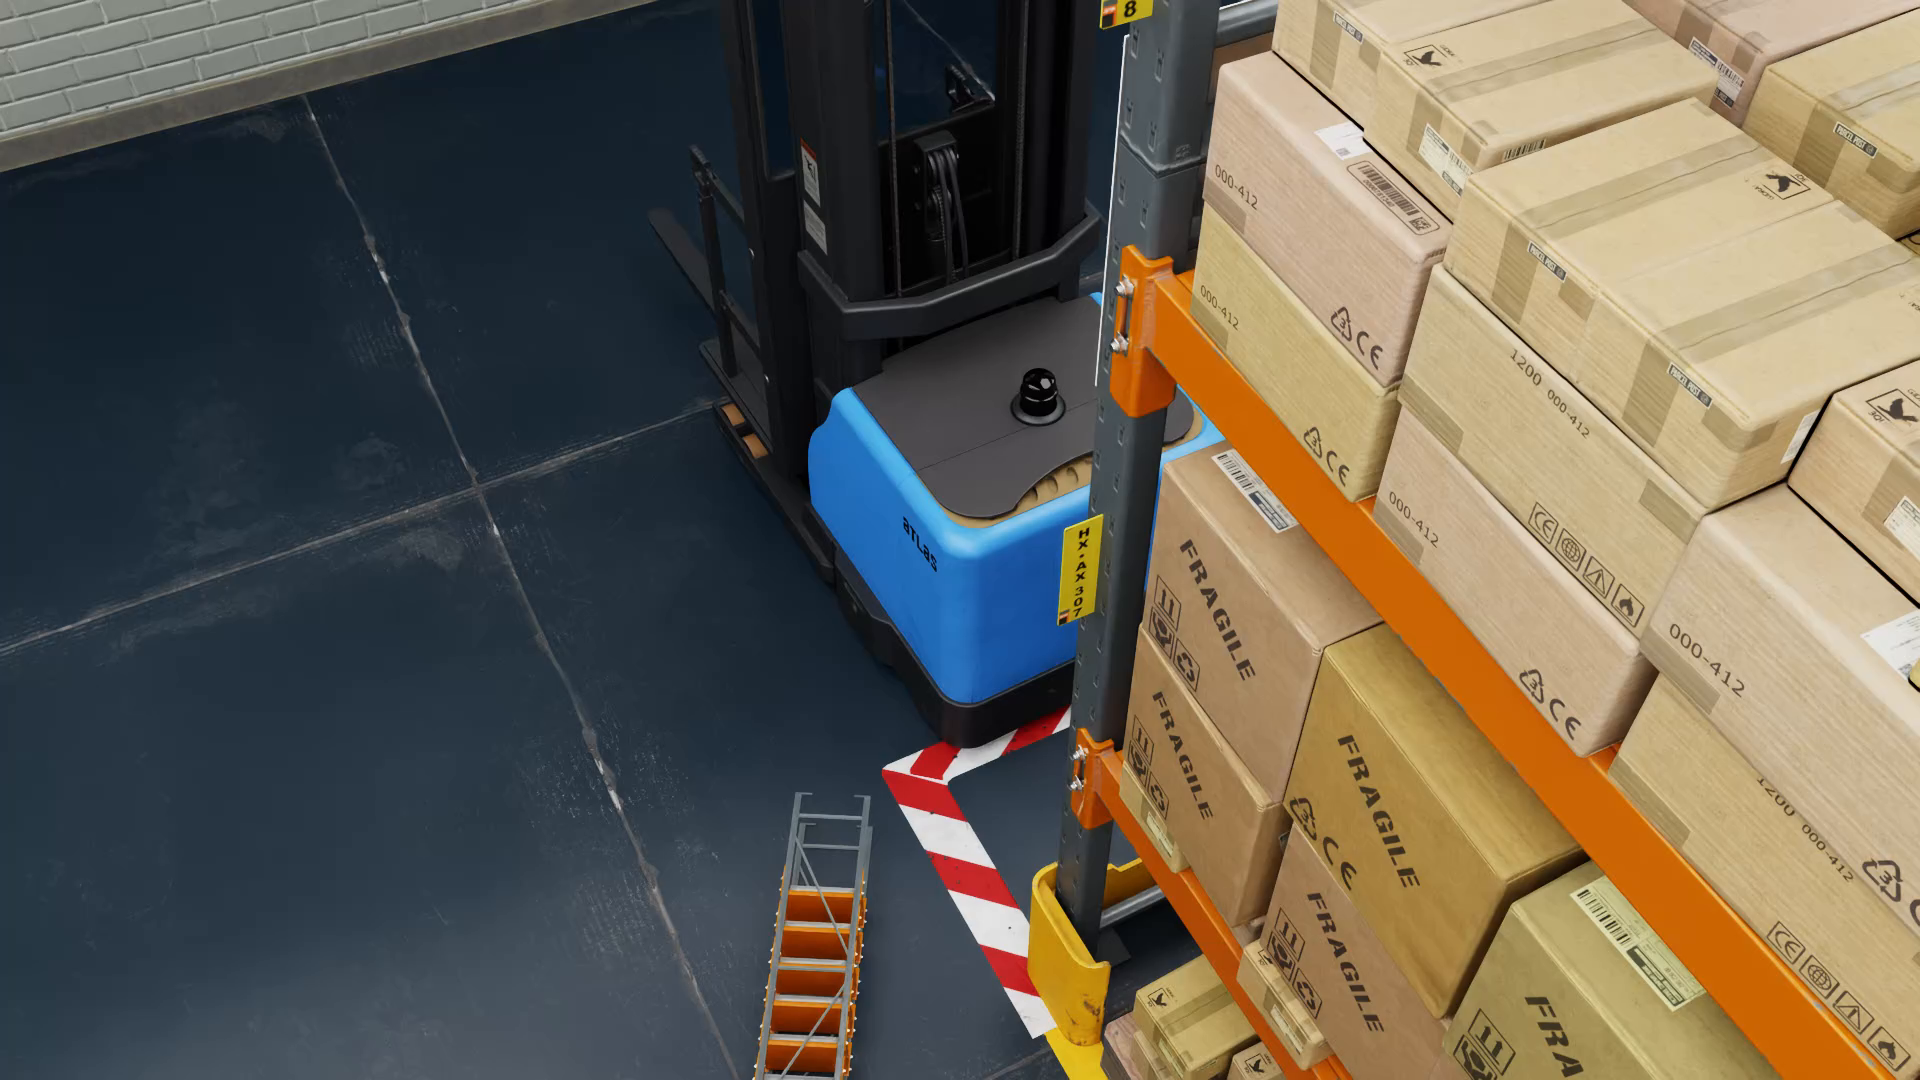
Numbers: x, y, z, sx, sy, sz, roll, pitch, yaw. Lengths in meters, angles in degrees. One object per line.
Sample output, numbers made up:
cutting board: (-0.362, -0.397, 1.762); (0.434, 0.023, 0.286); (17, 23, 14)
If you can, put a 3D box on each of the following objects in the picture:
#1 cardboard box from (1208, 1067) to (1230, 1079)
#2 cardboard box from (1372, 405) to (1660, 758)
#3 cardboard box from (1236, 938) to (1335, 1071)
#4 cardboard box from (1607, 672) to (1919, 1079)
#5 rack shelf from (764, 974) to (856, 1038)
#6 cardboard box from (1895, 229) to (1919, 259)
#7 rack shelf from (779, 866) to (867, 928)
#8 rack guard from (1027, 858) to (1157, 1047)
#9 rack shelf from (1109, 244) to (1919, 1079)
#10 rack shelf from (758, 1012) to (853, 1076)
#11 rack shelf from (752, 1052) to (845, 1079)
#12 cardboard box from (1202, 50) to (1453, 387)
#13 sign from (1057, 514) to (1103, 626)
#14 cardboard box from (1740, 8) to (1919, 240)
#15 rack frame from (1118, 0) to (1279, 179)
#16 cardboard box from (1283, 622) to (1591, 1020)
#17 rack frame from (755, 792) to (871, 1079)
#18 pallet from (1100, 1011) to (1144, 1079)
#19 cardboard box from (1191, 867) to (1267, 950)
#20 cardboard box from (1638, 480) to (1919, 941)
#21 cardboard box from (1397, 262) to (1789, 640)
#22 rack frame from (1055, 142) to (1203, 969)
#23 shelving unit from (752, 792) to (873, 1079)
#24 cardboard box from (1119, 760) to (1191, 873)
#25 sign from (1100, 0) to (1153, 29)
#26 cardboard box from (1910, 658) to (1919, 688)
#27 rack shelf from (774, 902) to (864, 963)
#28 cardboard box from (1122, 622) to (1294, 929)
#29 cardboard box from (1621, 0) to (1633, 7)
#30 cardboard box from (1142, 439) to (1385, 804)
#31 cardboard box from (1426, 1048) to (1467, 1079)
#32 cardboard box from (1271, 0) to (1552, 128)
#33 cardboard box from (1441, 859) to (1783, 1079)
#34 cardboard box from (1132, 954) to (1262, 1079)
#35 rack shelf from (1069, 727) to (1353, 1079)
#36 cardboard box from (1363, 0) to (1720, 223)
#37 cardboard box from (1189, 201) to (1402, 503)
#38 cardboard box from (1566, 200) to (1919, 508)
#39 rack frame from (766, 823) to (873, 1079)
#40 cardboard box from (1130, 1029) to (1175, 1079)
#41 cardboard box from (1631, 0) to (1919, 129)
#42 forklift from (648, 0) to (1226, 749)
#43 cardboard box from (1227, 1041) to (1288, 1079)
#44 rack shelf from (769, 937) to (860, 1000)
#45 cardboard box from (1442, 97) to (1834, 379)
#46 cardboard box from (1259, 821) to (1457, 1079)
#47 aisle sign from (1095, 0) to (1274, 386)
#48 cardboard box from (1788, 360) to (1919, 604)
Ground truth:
cardboard box: (0.758, 1.308, 4.531); (0.380, 0.149, 0.250); (-19, 52, -16)
cardboard box: (0.962, -0.030, 2.390); (0.500, 0.250, 0.500); (-20, 52, -16)
cardboard box: (0.832, 0.933, 3.608); (0.380, 0.149, 0.250); (-23, 53, -19)
cardboard box: (1.209, 0.311, 2.092); (0.500, 0.250, 0.500); (-23, 53, -19)
rack shelf: (-0.440, 1.377, 4.917); (0.258, 0.180, 0.103); (2, 49, 2)
cardboard box: (1.418, -0.374, 2.359); (0.500, 0.250, 0.500); (-22, 53, -18)
rack shelf: (-0.420, 1.107, 5.153); (0.258, 0.180, 0.103); (2, 49, 2)
rack guard: (0.781, 1.040, 5.008); (1.175, 0.500, 0.348); (-21, 52, -18)
rack shelf: (1.661, 0.754, 2.083); (1.077, 0.370, 4.000); (-21, 52, -18)
rack shelf: (-0.447, 1.468, 4.838); (0.258, 0.180, 0.103); (2, 49, 2)
rack shelf: (-0.453, 1.558, 4.759); (0.258, 0.180, 0.103); (2, 49, 2)
cardboard box: (0.721, -0.547, 2.510); (0.500, 0.250, 0.500); (-20, 52, -17)
sign: (0.264, 0.068, 3.623); (0.100, 0.325, 0.005); (-21, 52, -18)
cardboard box: (1.304, -0.576, 2.271); (0.380, 0.149, 0.250); (-23, 53, -19)
rack frame: (0.746, -1.809, 1.854); (1.000, 3.000, 0.127); (-21, 52, -18)
cardboard box: (0.952, 0.434, 2.950); (0.500, 0.500, 0.500); (-20, 52, -16)
rack frame: (-0.436, 1.260, 4.897); (0.240, 0.006, 1.200); (2, 49, 2)
pallet: (1.121, 1.691, 4.631); (1.003, 0.211, 1.213); (-21, 52, -18)
cardboard box: (0.756, 0.735, 3.782); (0.380, 0.149, 0.250); (-19, 52, -16)
cardboard box: (1.176, 0.138, 1.911); (0.500, 0.250, 0.500); (-21, 52, -17)
cardboard box: (0.956, -0.204, 2.211); (0.500, 0.250, 0.500); (-22, 52, -18)
rack frame: (0.746, 0.166, 4.112); (1.000, 3.000, 0.127); (-21, 52, -18)
shelving unit: (-0.436, 1.321, 4.966); (0.258, 0.189, 1.200); (2, 49, 2)
cardboard box: (0.603, 0.579, 3.918); (0.380, 0.149, 0.250); (-22, 52, -18)
sign: (0.264, -0.922, 2.490); (0.100, 0.325, 0.005); (-21, 52, -18)
cardboard box: (1.211, 0.119, 1.663); (0.380, 0.149, 0.250); (-20, 52, -16)
rack shelf: (-0.427, 1.197, 5.074); (0.258, 0.180, 0.103); (2, 49, 2)
cardboard box: (0.706, 0.431, 3.616); (0.500, 0.500, 0.500); (-19, 51, -16)
cardboard box: (1.160, -0.947, 2.595); (0.380, 0.149, 0.250); (-22, 52, -18)
cardboard box: (0.716, 0.098, 3.243); (0.500, 0.500, 0.500); (-21, 52, -18)
cardboard box: (1.187, 1.113, 3.020); (0.500, 0.500, 0.500); (-21, 52, -17)
cardboard box: (0.692, -0.773, 2.443); (0.380, 0.149, 0.250); (-22, 52, -18)
cardboard box: (1.170, 0.789, 2.638); (0.500, 0.500, 0.500); (-22, 52, -18)
cardboard box: (0.684, 1.238, 4.394); (0.380, 0.149, 0.250); (-23, 53, -19)
rack shelf: (1.661, 1.742, 3.212); (1.077, 0.370, 4.000); (-21, 52, -18)
cardboard box: (0.793, -0.596, 2.288); (0.380, 0.149, 0.250); (-19, 52, -16)
cardboard box: (0.724, -0.384, 2.699); (0.500, 0.250, 0.500); (-19, 52, -16)
cardboard box: (0.963, -0.226, 1.965); (0.380, 0.149, 0.250); (-21, 52, -17)
rack frame: (-0.436, 1.381, 5.035); (0.240, 0.006, 1.200); (2, 49, 2)
cardboard box: (0.701, 1.427, 4.624); (0.380, 0.149, 0.250); (-20, 52, -17)
cardboard box: (1.204, -0.755, 2.428); (0.380, 0.149, 0.250); (-20, 52, -17)
forklift: (-0.312, -1.377, 5.507); (1.130, 2.935, 3.031); (-23, 53, -19)
cardboard box: (0.917, 1.381, 4.269); (0.380, 0.149, 0.250); (-20, 52, -17)
rack shelf: (-0.434, 1.287, 4.995); (0.258, 0.180, 0.103); (2, 49, 2)
cardboard box: (0.852, -0.389, 2.107); (0.380, 0.149, 0.250); (-21, 52, -18)
cardboard box: (0.974, 0.780, 3.311); (0.500, 0.500, 0.500); (-21, 52, -17)
aisle sign: (0.446, -0.635, 3.086); (0.394, 0.787, 0.004); (-21, 52, -18)
cardboard box: (1.174, -0.090, 1.846); (0.380, 0.149, 0.250); (-20, 52, -17)
